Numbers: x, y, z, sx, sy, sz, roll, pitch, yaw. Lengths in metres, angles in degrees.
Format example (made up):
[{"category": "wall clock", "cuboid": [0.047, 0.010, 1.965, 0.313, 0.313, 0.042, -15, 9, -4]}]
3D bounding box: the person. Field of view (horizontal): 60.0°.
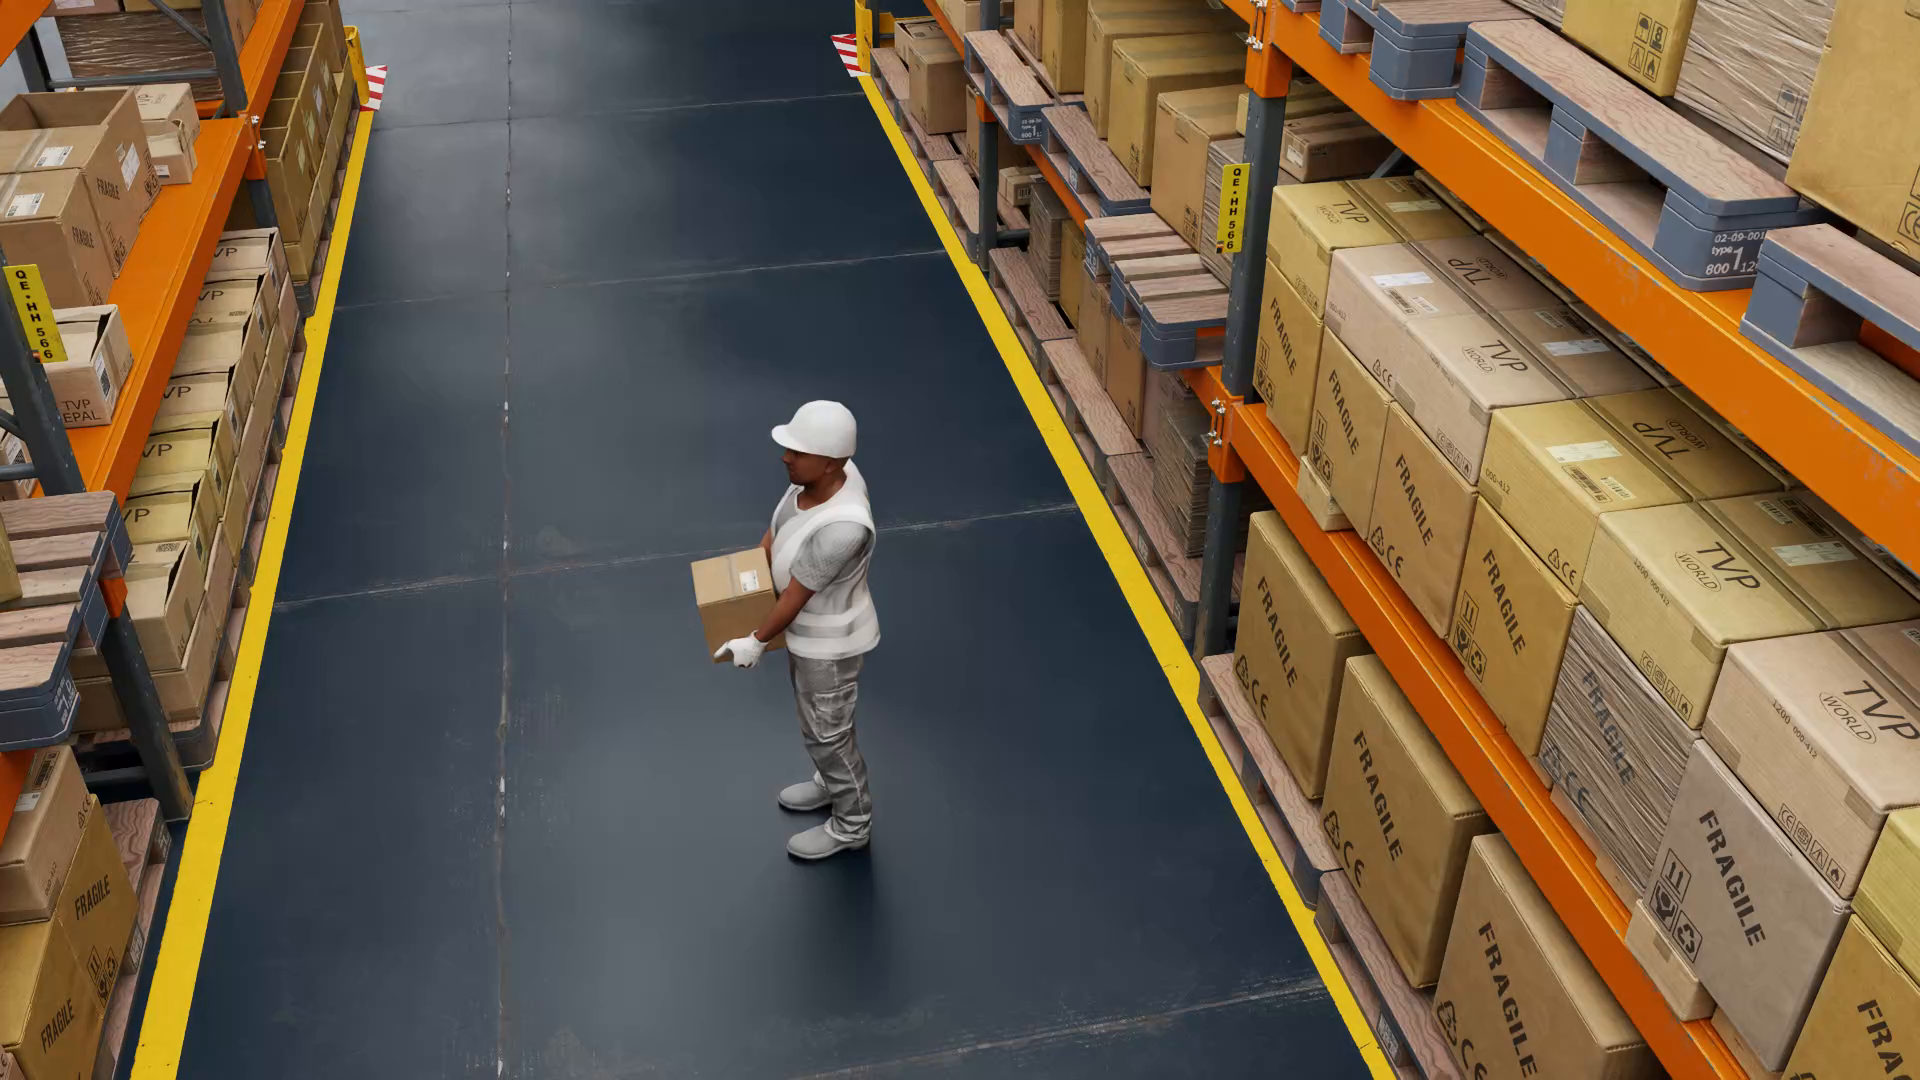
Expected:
[{"category": "person", "cuboid": [-0.559, 0.325, 5.644, 0.565, 1.781, 0.489, -7, 35, -10]}]
